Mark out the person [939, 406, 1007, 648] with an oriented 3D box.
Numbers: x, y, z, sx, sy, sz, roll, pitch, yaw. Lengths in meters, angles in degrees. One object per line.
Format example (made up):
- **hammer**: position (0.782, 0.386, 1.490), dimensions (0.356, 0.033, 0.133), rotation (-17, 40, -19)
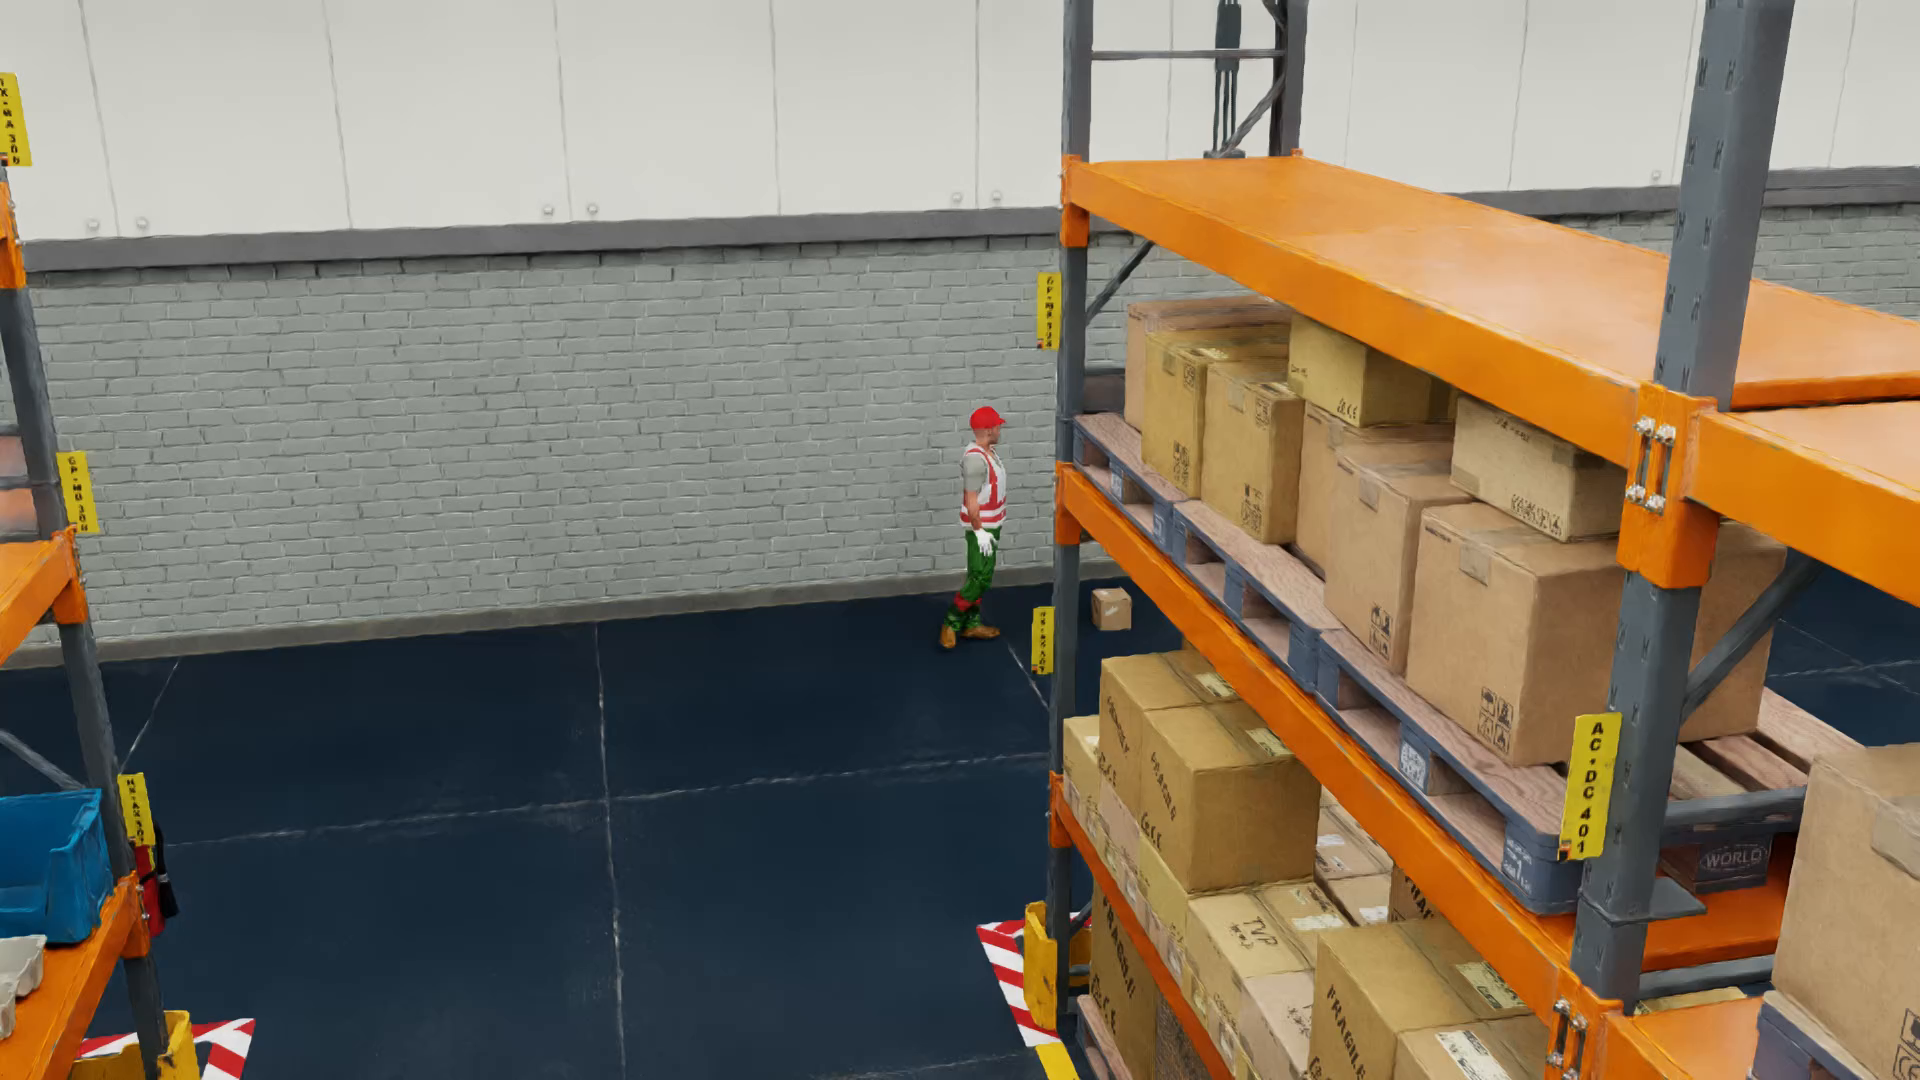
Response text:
- **person**: position (0.103, -0.096, 12.253), dimensions (0.449, 1.782, 0.700), rotation (5, 20, 14)
